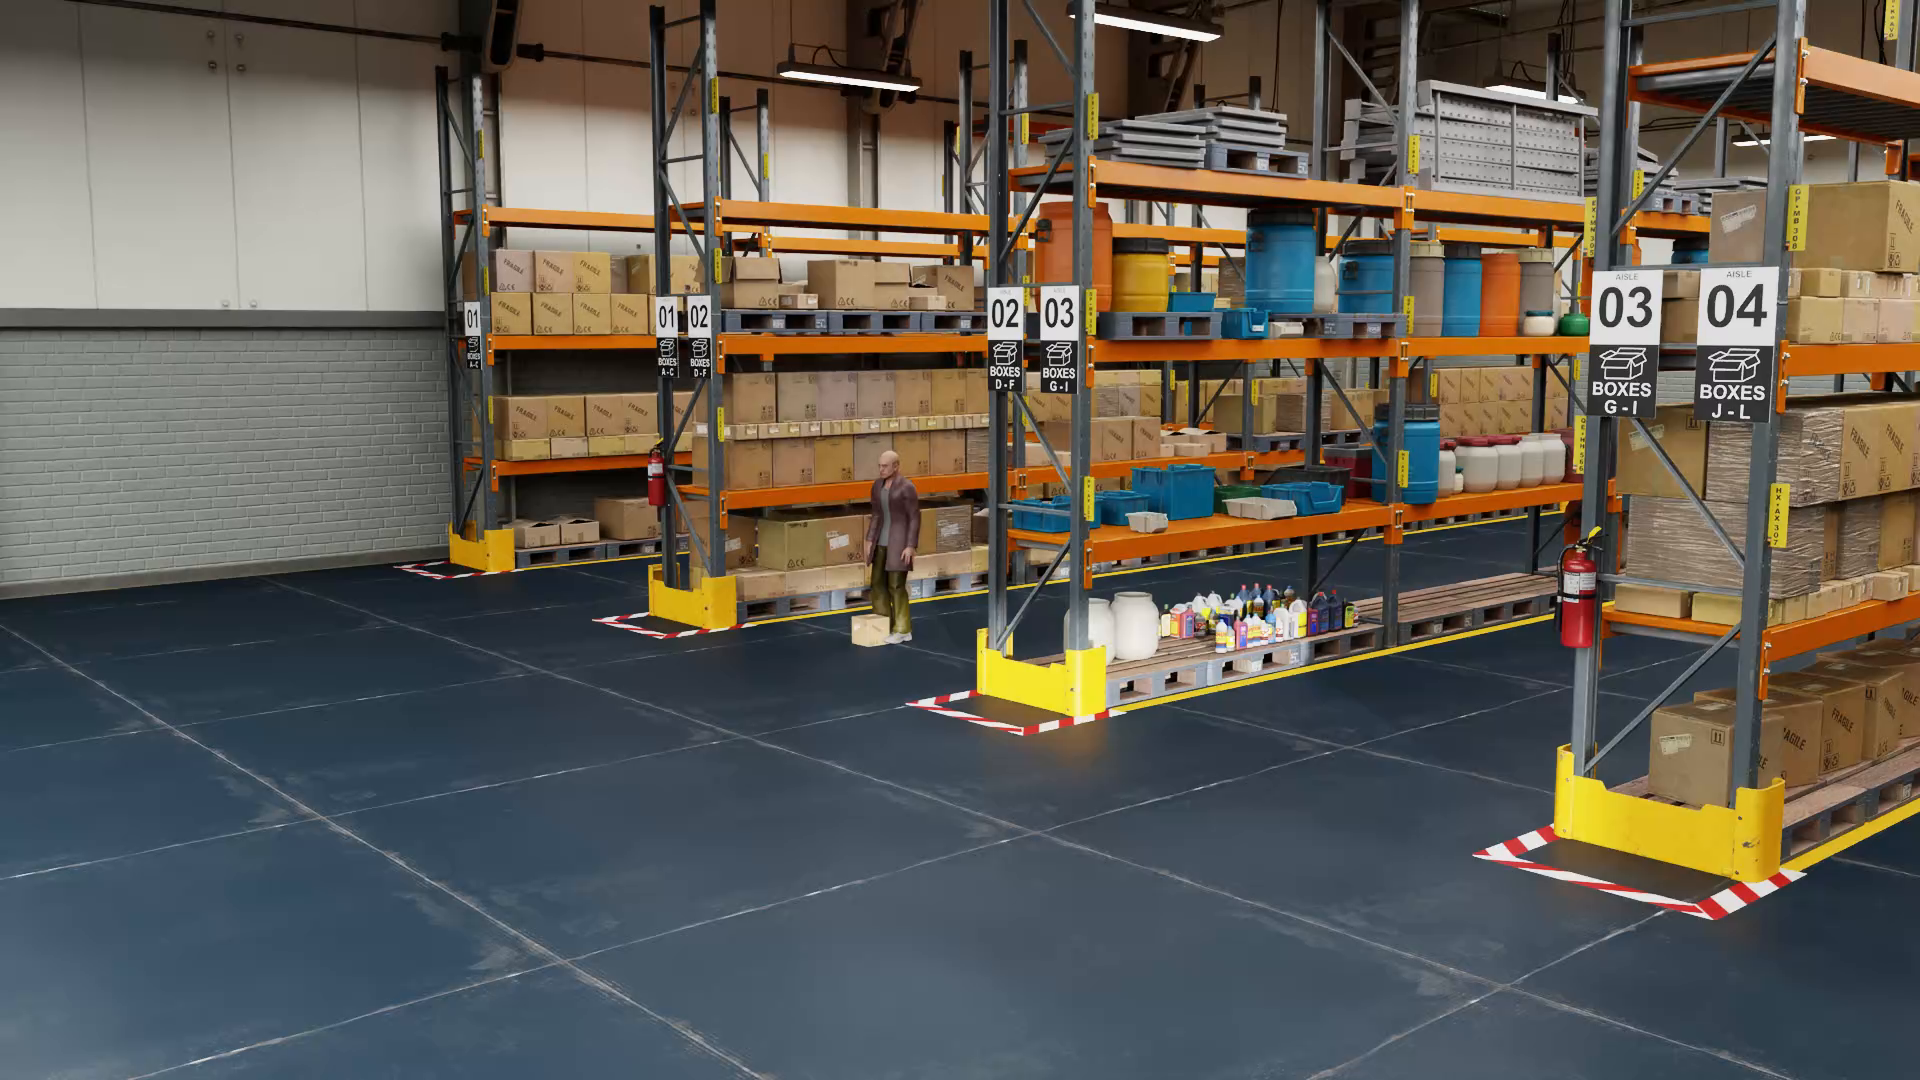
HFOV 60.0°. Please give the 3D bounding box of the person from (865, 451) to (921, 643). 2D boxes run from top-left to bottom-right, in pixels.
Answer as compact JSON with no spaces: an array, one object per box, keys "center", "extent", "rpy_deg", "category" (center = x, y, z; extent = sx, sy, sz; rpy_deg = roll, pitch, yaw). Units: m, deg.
[{"center":[-0.633,0.056,15.398],"extent":[0.428,1.773,0.651],"rpy_deg":[-7,10,-44],"category":"person"}]
